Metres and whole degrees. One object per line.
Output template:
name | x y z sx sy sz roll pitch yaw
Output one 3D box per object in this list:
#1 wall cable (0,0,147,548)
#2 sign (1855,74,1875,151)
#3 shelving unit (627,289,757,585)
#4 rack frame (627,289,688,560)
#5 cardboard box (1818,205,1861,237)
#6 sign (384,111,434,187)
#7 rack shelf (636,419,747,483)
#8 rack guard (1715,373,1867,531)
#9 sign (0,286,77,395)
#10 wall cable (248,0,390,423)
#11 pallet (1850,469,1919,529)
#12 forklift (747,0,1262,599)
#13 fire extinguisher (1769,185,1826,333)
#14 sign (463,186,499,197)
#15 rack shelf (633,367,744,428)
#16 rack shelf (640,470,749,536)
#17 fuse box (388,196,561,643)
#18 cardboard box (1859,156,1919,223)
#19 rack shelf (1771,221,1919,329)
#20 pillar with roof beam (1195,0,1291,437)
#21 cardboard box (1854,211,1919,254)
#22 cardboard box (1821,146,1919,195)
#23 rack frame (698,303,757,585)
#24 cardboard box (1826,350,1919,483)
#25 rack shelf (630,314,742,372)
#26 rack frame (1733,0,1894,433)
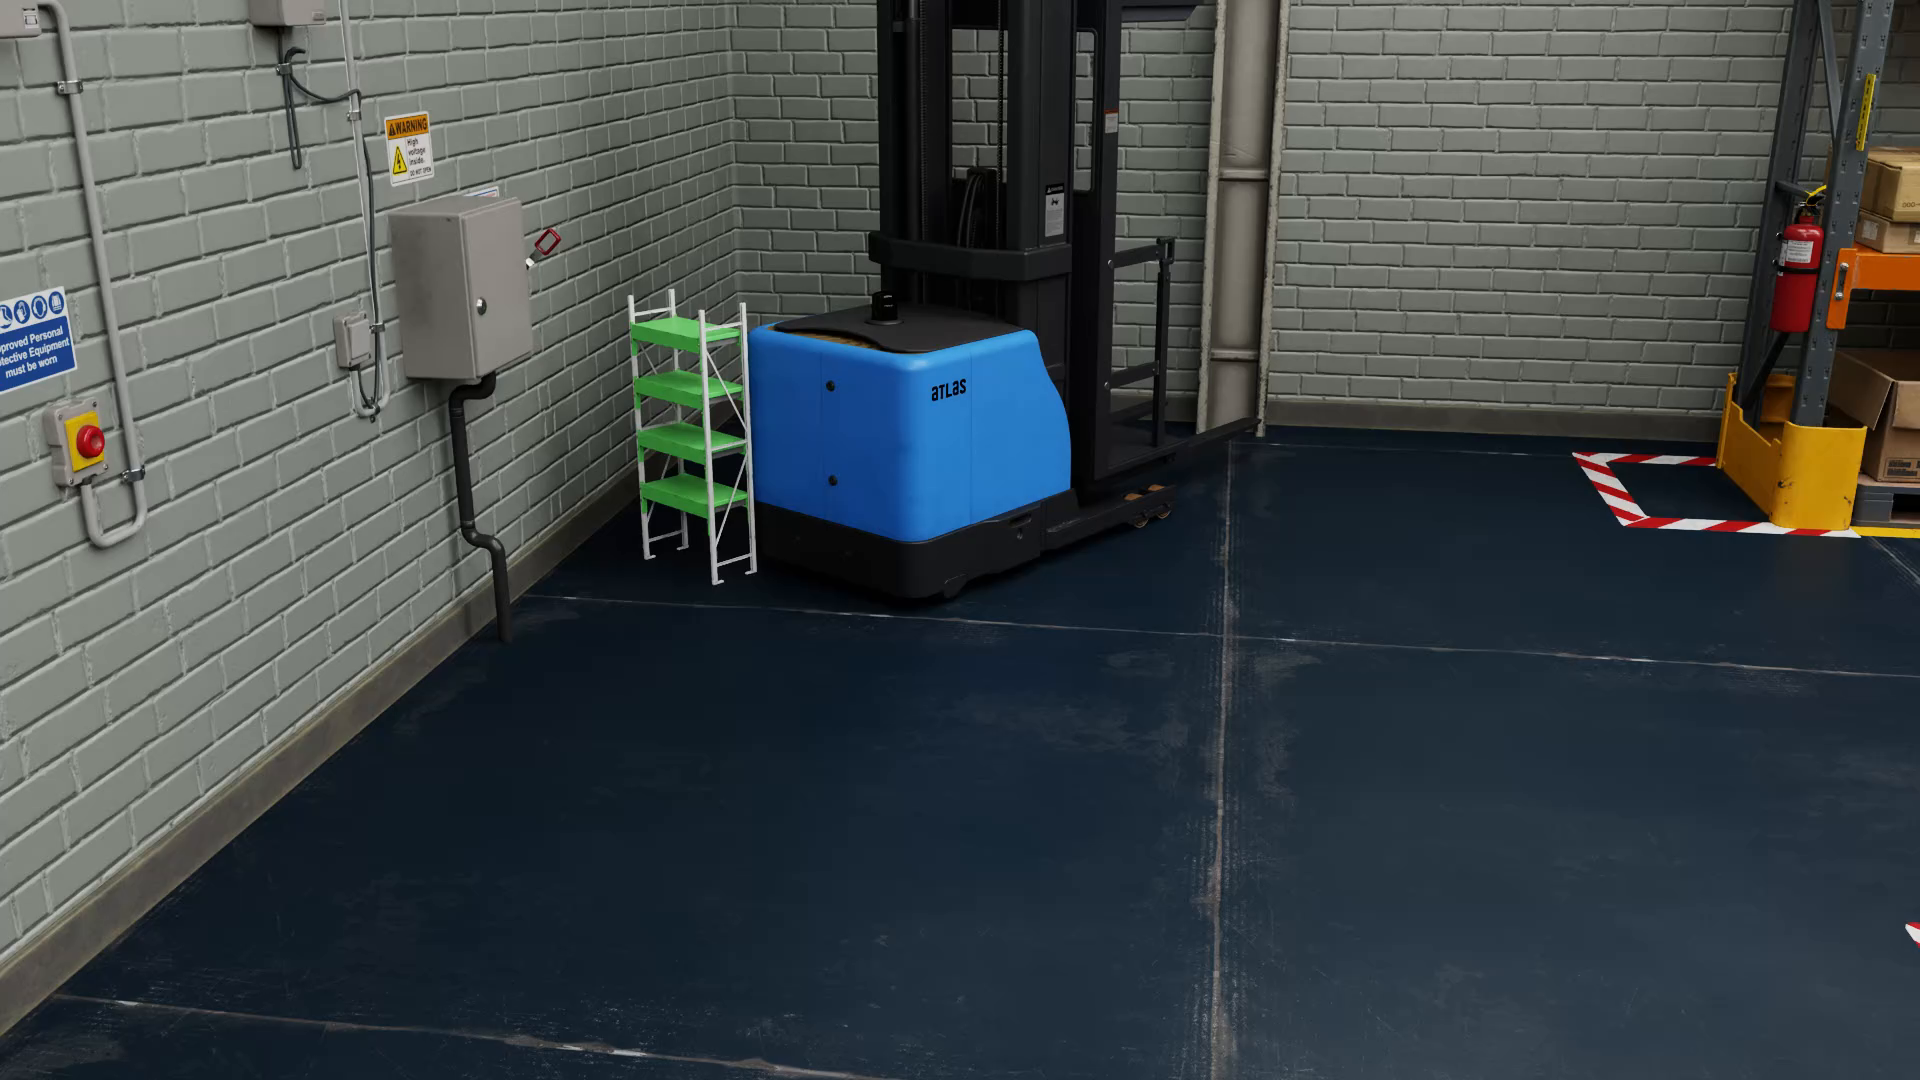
wall cable | -2.250 -0.876 4.044 0.123 1.953 0.585 3 19 9
sign | 4.019 -1.899 7.387 0.005 0.325 0.100 3 19 9
shelving unit | -1.168 -0.456 7.274 0.503 1.200 0.258 17 25 41
rack frame | -1.346 -0.509 7.432 0.015 1.200 0.240 17 25 41
cardboard box | 4.475 -1.607 8.273 0.250 0.149 0.380 3 19 8
sign | -1.986 -1.415 6.004 0.001 0.242 0.339 3 19 9
rack shelf | -1.168 -0.395 7.294 0.480 0.148 0.258 17 25 41
rack guard | 4.180 -0.469 8.417 0.348 0.500 1.175 3 19 9
sign | -2.318 -0.496 4.131 0.001 0.218 0.327 3 19 9
wall cable | -2.036 -1.306 5.379 0.122 1.984 0.588 3 19 9
pallet | 4.967 -0.292 8.344 1.213 0.211 1.003 3 19 9
forklift | 0.406 -1.540 7.786 1.130 2.935 3.031 15 24 38
fire extinguisher | 3.886 -1.307 7.693 0.183 0.674 0.296 3 19 9
sign | -1.899 -1.150 6.664 0.001 0.494 0.329 3 19 9
rack shelf | -1.168 -0.623 7.218 0.480 0.148 0.258 17 25 41
rack shelf | -1.168 -0.167 7.370 0.480 0.148 0.258 17 25 41
fuse box | -1.772 -0.419 6.360 0.414 1.711 0.539 3 19 9
cardboard box | 4.510 -1.621 7.688 0.500 0.250 0.500 3 19 9
rack shelf | 6.080 -1.217 7.845 4.000 0.370 1.077 3 19 9
pillar with roof beam | 0.903 -3.573 4.299 0.400 9.000 9.100 3 19 9
cardboard box | 4.386 -1.437 7.766 0.250 0.149 0.380 3 19 8
cardboard box | 4.601 -1.788 8.188 0.500 0.250 0.500 3 19 10
rack frame | -0.990 -0.402 7.115 0.015 1.200 0.240 17 25 41
cardboard box | 4.694 -0.613 8.181 0.637 0.503 0.797 2 19 6
rack shelf | -1.168 -0.850 7.142 0.480 0.148 0.258 17 25 41
rack frame | 4.105 -1.658 8.032 0.127 3.000 1.000 3 19 9
